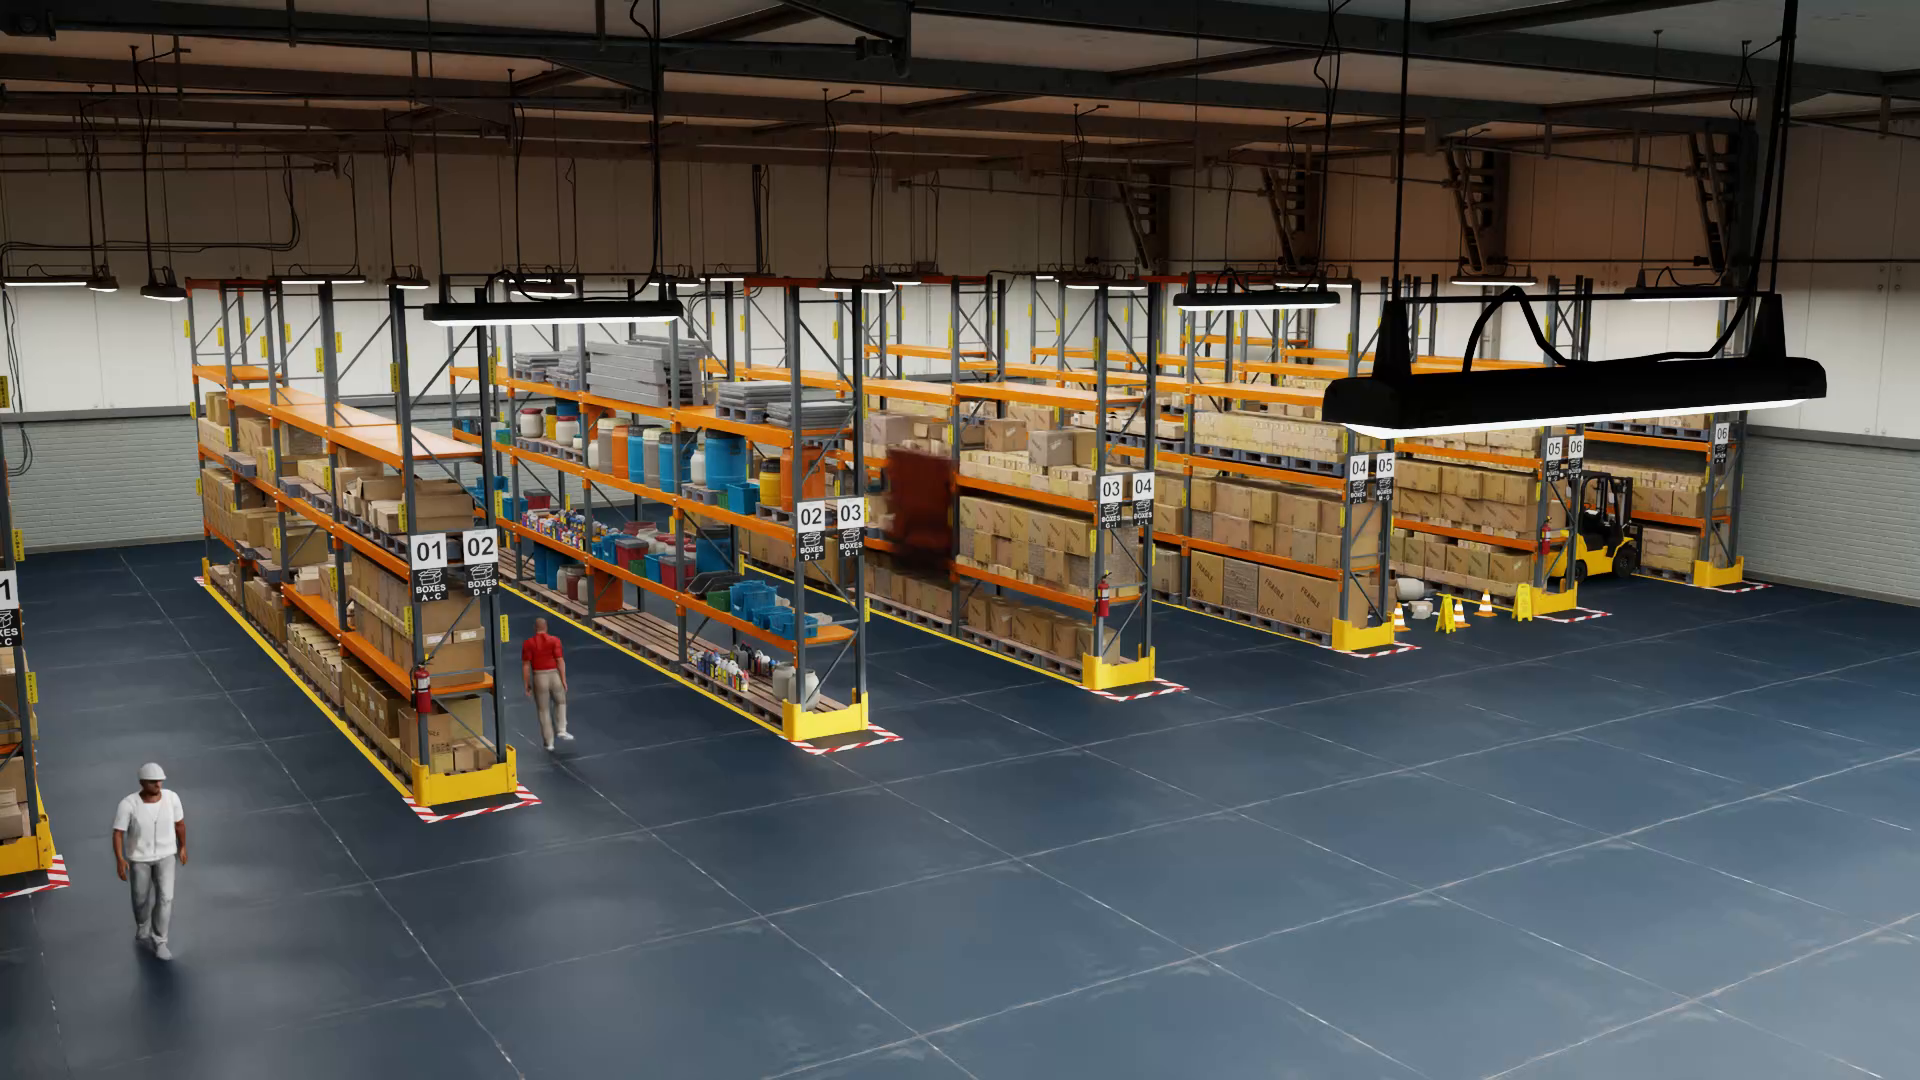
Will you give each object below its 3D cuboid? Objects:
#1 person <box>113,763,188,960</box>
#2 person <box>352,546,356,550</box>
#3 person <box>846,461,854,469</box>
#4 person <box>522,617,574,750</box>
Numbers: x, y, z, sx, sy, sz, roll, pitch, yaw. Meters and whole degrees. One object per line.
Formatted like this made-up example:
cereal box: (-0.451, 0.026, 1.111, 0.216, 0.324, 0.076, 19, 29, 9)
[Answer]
person: (-7.469, 2.942, 15.385, 0.665, 1.769, 0.748, -8, 12, -40)
person: (-12.610, -0.303, 34.824, 0.695, 1.660, 0.714, -4, 10, -24)
person: (-2.714, -1.536, 41.751, 0.576, 1.798, 0.453, 8, 12, 38)
person: (-5.380, 1.871, 21.689, 0.598, 1.715, 0.493, -4, 10, -21)
